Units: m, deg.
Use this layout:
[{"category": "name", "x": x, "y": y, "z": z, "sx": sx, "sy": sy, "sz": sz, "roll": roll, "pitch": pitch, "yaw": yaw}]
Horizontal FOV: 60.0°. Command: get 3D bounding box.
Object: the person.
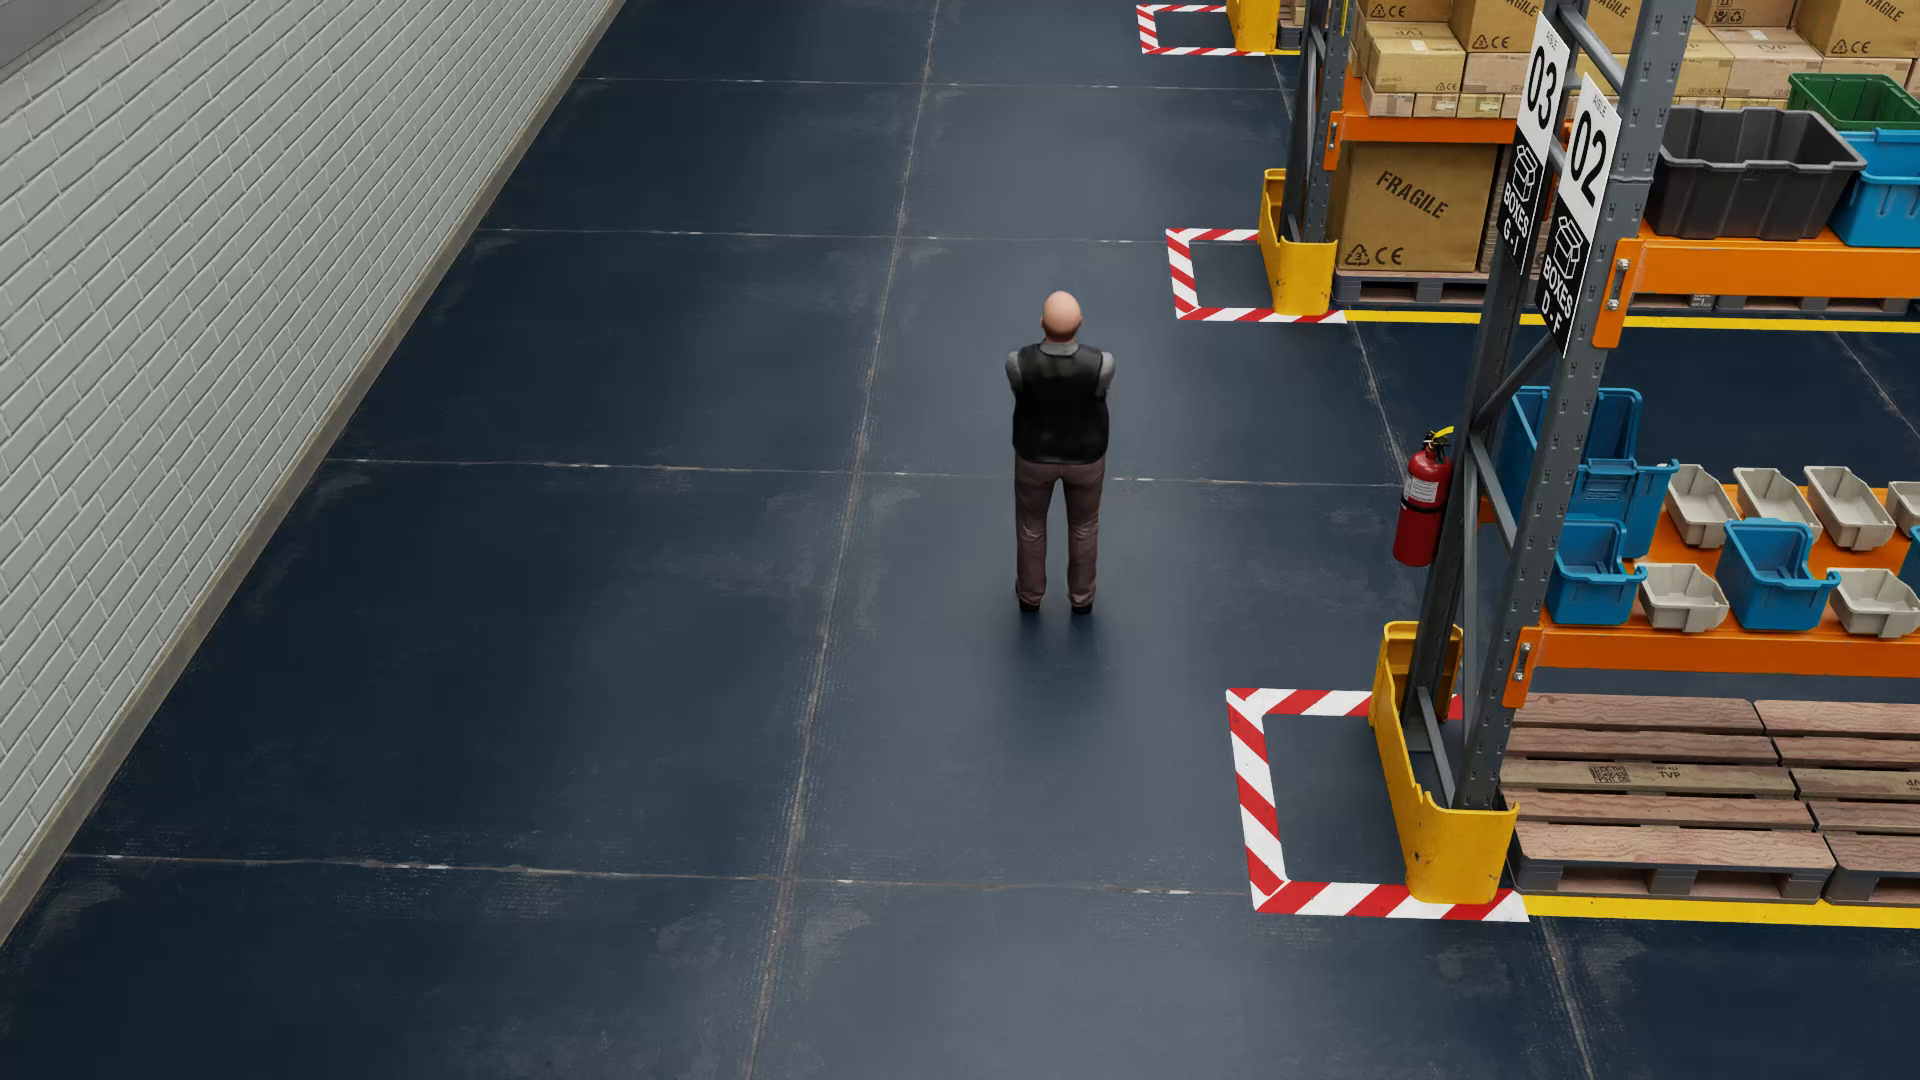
[{"category": "person", "x": 0.451, "y": -0.449, "z": 7.777, "sx": 0.494, "sy": 1.712, "sz": 0.559, "roll": 1, "pitch": 35, "yaw": 2}]
